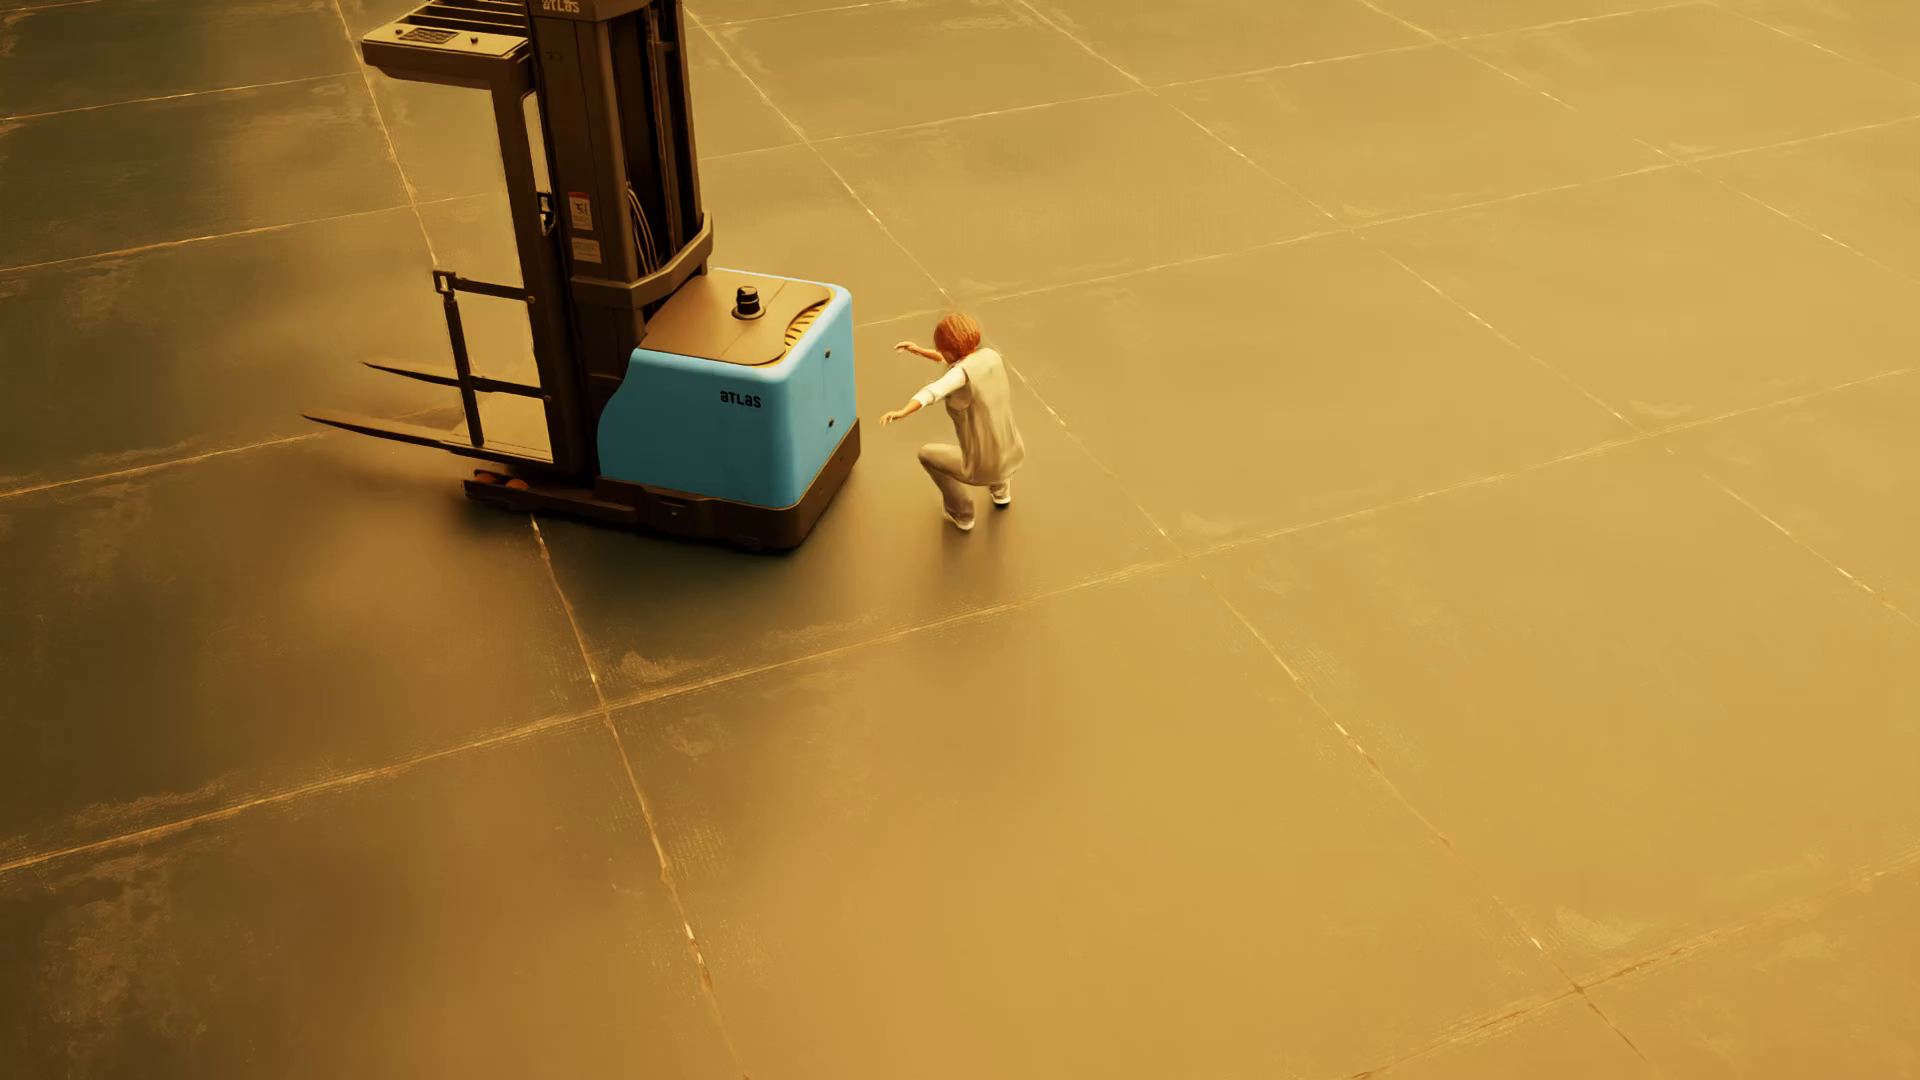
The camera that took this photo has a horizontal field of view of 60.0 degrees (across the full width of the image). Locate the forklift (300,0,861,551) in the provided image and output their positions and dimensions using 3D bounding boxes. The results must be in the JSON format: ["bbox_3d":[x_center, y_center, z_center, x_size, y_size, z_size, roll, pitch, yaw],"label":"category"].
[{"bbox_3d":[-2.122,-1.631,8.392,3.031,2.935,1.130,10,37,14],"label":"forklift"}]

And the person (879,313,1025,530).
[{"bbox_3d":[-0.063,-0.468,8.194,0.665,1.303,1.305,25,42,31],"label":"person"}]
